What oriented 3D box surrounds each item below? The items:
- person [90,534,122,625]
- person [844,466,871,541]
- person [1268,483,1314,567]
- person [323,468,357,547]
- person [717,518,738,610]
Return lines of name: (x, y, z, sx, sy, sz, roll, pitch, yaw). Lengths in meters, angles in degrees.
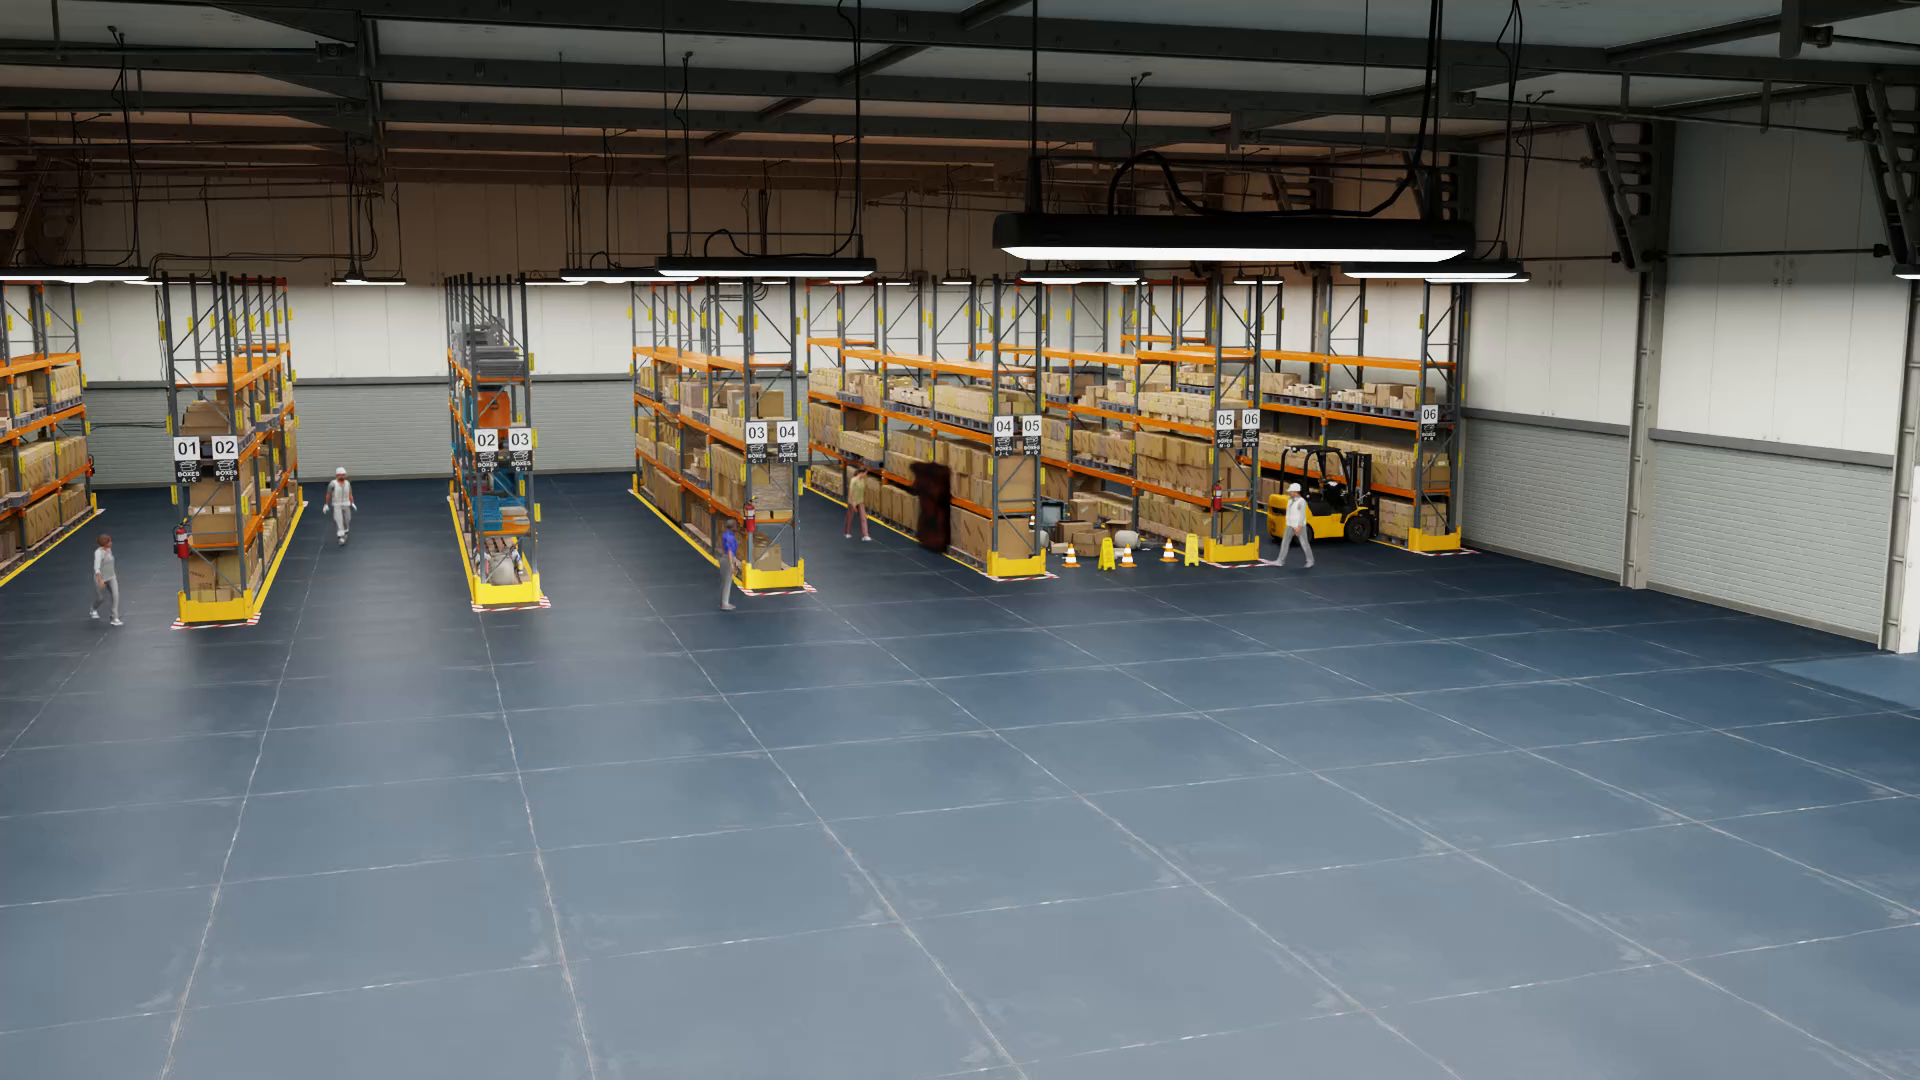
person: (-14.687, 0.666, 28.483, 0.866, 1.545, 0.391, 7, 11, 40)
person: (-2.223, -0.795, 36.021, 0.445, 1.609, 0.982, -4, 10, -26)
person: (6.889, -0.303, 34.297, 0.840, 1.746, 0.625, -6, 11, -36)
person: (-13.888, -0.744, 37.244, 0.700, 1.753, 1.022, -5, 10, -29)
person: (-4.169, 0.432, 29.802, 0.393, 1.657, 0.490, -1, 9, -9)
